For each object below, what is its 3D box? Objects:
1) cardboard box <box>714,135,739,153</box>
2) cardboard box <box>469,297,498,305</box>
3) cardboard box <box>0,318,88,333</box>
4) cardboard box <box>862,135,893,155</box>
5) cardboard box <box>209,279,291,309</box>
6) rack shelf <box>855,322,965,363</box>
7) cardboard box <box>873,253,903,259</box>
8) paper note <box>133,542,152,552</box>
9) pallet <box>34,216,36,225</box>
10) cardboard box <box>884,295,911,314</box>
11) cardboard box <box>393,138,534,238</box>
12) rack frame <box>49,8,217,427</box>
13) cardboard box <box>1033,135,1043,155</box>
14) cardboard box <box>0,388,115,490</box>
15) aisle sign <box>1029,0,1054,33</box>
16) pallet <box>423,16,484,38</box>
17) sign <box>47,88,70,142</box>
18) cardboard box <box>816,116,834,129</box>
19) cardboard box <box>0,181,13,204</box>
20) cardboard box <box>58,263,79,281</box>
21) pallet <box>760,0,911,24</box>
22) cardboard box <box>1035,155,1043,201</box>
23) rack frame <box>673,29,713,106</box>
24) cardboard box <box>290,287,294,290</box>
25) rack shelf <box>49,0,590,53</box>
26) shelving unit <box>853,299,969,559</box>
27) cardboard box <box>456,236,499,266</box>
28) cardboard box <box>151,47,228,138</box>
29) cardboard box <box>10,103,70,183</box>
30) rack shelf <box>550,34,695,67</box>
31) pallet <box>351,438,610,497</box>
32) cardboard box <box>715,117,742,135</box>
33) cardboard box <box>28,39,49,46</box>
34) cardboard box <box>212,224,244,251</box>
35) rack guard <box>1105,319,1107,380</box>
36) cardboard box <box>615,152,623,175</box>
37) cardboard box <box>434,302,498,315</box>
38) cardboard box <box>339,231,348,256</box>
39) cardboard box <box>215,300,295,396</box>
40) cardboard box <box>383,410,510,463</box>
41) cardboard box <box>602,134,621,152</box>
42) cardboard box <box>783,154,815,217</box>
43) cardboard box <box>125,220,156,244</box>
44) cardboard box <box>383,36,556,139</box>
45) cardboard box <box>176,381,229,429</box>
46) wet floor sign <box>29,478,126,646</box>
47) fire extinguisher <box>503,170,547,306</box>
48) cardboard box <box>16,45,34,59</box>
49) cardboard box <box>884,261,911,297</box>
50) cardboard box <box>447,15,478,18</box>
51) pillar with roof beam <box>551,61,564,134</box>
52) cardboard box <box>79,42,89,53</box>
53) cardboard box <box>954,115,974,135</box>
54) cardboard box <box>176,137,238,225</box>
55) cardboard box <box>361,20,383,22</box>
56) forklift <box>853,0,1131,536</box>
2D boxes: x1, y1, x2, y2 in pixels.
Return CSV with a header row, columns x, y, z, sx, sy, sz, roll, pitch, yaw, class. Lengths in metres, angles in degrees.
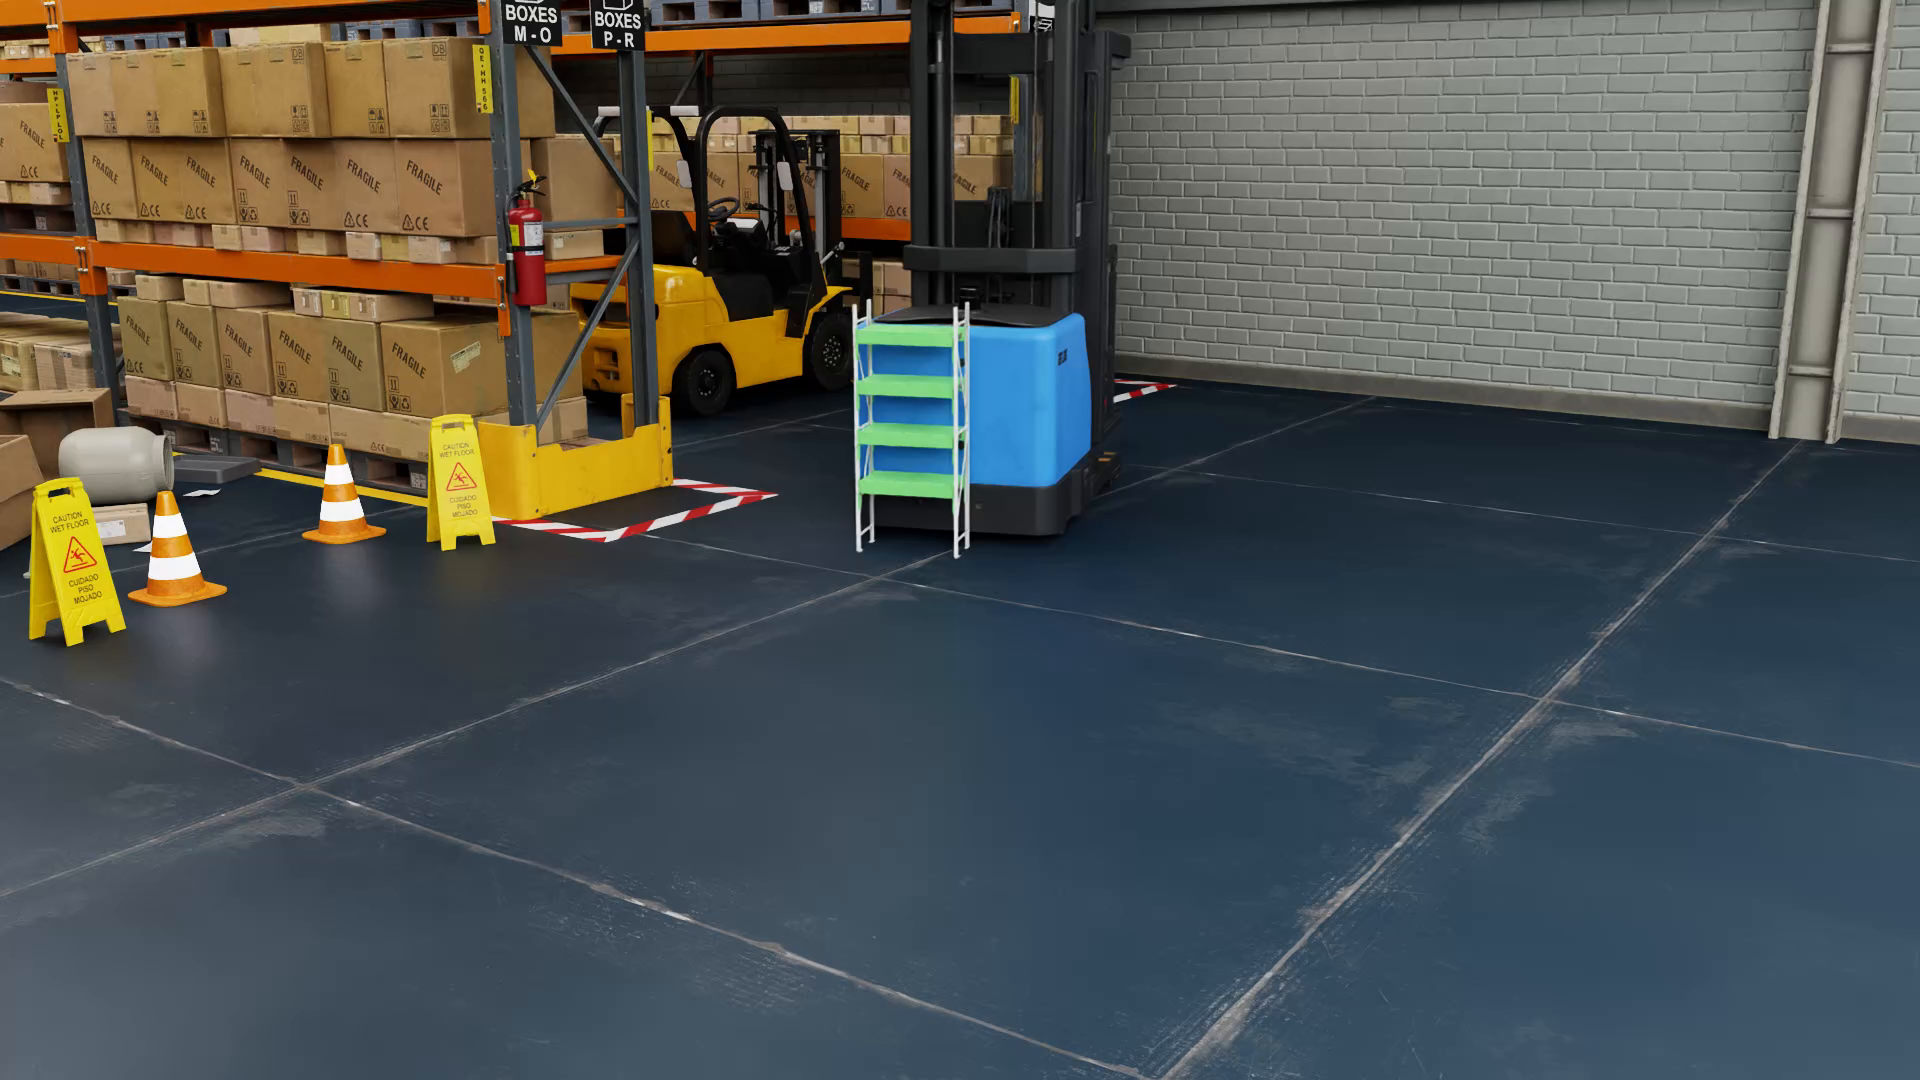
x,y,z,sx,sy,sz,roll,pitch,yaw,class
-1.866,-3.365,14.115,0.250,0.149,0.380,10,17,34,cardboard box
-4.298,-2.533,16.382,0.625,0.625,0.875,8,16,31,cardboard box
-6.975,-1.405,12.350,0.625,0.372,0.950,10,17,35,cardboard box
-0.576,-3.163,13.301,0.250,0.149,0.380,9,16,31,cardboard box
-4.300,-1.500,10.079,0.250,0.149,0.380,10,17,36,cardboard box
-0.229,-0.936,7.874,0.480,0.148,0.258,4,15,14,rack shelf
-0.394,-2.264,13.994,0.500,0.250,0.500,9,17,32,cardboard box
-3.938,0.030,8.140,0.142,0.019,0.148,3,14,14,paper note
-7.015,-2.404,12.192,1.213,0.211,1.003,9,17,33,pallet
-0.264,-1.856,13.386,0.500,0.250,0.500,9,17,32,cardboard box
-2.647,-1.892,8.898,0.500,0.500,0.500,9,16,32,cardboard box
-5.362,-2.218,11.041,0.127,3.000,1.000,9,17,33,rack frame
0.588,-3.132,13.177,0.250,0.149,0.380,9,16,31,cardboard box
-5.232,-0.591,9.665,0.500,0.500,0.500,-4,14,-16,cardboard box
0.615,-3.866,12.289,0.004,0.787,0.394,9,17,33,aisle sign
-4.371,-4.887,15.971,1.213,0.211,1.003,10,17,35,pallet
-5.668,-2.669,10.453,0.005,0.325,0.100,9,17,33,sign
-0.966,-3.390,13.599,0.250,0.149,0.380,9,17,34,cardboard box
-6.386,-2.380,11.345,0.250,0.149,0.380,9,16,32,cardboard box
-10.548,-3.445,20.327,0.500,0.500,0.700,8,16,31,cardboard box
-0.864,-4.348,13.588,1.213,0.211,1.003,9,17,33,pallet
0.469,-2.842,13.354,0.500,0.500,0.500,10,17,35,cardboard box
-2.594,-3.208,15.041,0.127,3.000,1.000,9,17,33,rack frame
-4.721,-1.425,11.126,0.500,0.500,0.500,9,16,32,cardboard box
-3.702,-3.057,9.683,4.000,0.370,1.077,9,17,33,rack shelf
-0.229,-0.533,7.976,0.503,1.200,0.258,4,15,14,shelving unit
-2.472,-1.567,8.934,0.250,0.149,0.380,10,17,35,cardboard box
-4.304,-2.648,9.872,0.500,0.500,0.700,9,16,32,cardboard box
-5.873,-2.631,11.008,0.500,0.500,0.500,9,16,32,cardboard box
-4.254,-4.583,15.851,4.000,0.370,1.077,9,17,33,rack shelf
-2.760,-0.454,9.719,1.213,0.211,1.003,9,17,33,pallet
-1.855,-3.510,14.082,0.250,0.149,0.380,10,17,34,cardboard box
-10.629,-5.962,19.616,0.500,0.250,0.500,10,17,34,cardboard box
-4.223,-1.816,9.942,0.250,0.149,0.380,9,17,33,cardboard box
0.745,-1.455,13.161,0.348,0.500,1.175,9,17,33,rack guard
-3.145,-3.393,15.059,0.500,0.250,0.500,9,16,32,cardboard box
-3.014,-1.150,10.016,0.500,0.500,0.500,8,16,31,cardboard box
-3.310,-1.709,9.506,0.250,0.149,0.380,9,17,34,cardboard box
-4.143,-1.179,10.131,0.500,0.500,0.500,10,17,36,cardboard box
-2.883,-0.609,9.388,0.500,0.250,0.500,9,17,33,cardboard box
-3.002,-3.573,14.957,0.250,0.149,0.380,10,17,35,cardboard box
-1.104,-2.939,13.746,0.500,0.500,0.500,9,17,33,cardboard box
-5.041,-1.966,10.547,0.250,0.149,0.380,10,17,34,cardboard box
-2.588,-2.385,8.807,0.500,0.500,0.700,9,16,31,cardboard box
-4.573,-0.885,10.504,0.500,0.250,0.500,10,17,36,cardboard box
-3.592,0.071,6.694,0.232,0.644,0.267,6,15,23,wet floor sign
-2.205,-1.537,8.450,0.183,0.674,0.296,9,17,33,fire extinguisher
-10.990,-5.805,19.812,0.250,0.149,0.380,10,17,34,cardboard box
-0.258,-2.093,13.304,0.500,0.250,0.500,10,17,34,cardboard box
-4.974,-5.308,15.992,0.500,0.500,0.700,9,16,32,cardboard box
-6.731,-5.803,13.039,0.400,9.000,9.100,9,17,33,pillar with roof beam
-9.897,-5.638,19.137,0.250,0.149,0.380,9,17,33,cardboard box
0.088,-3.213,12.881,0.250,0.149,0.380,9,17,33,cardboard box
-4.313,-2.164,9.995,0.500,0.500,0.500,9,17,32,cardboard box
-6.083,-5.418,17.208,0.250,0.149,0.380,9,17,33,cardboard box
0.328,-1.751,9.298,1.130,2.935,3.031,4,14,14,forklift
